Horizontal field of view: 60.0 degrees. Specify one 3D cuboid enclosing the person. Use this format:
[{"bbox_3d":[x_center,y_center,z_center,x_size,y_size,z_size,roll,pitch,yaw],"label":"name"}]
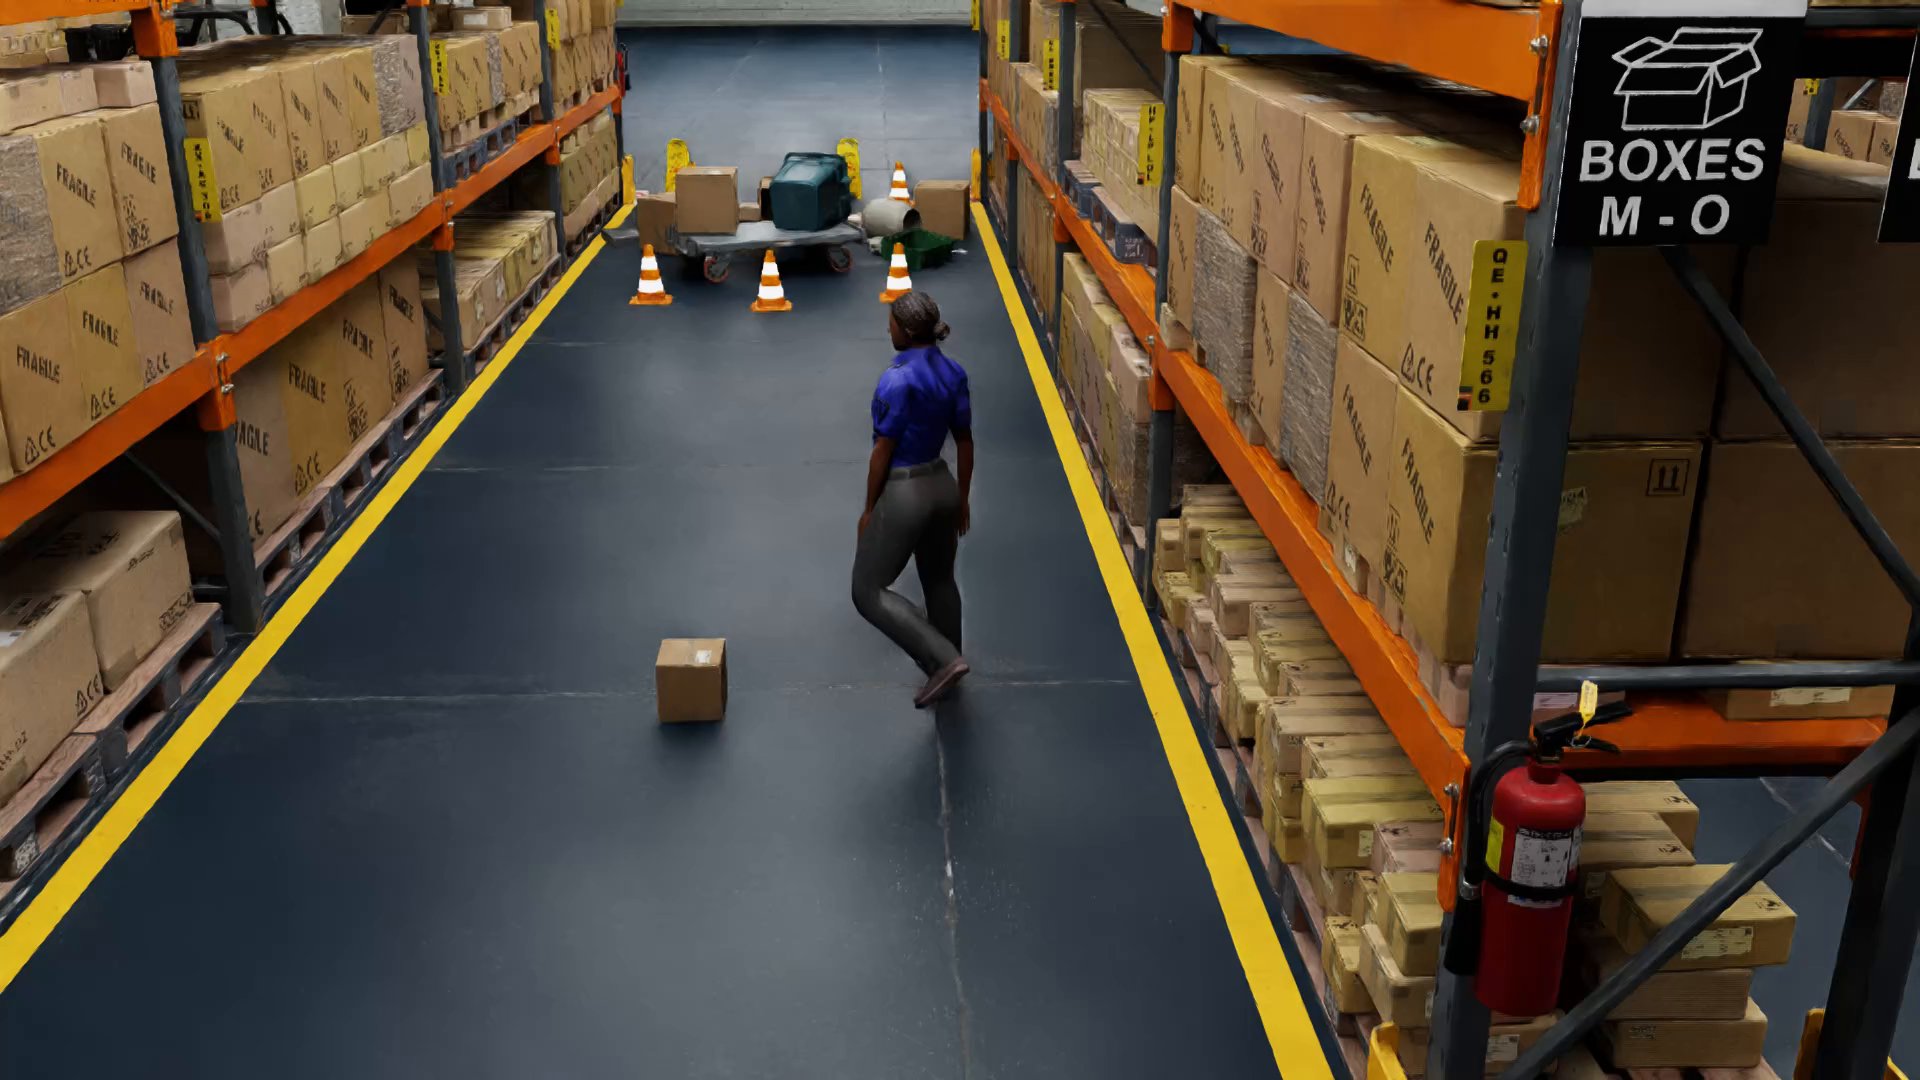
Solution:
[{"bbox_3d":[-0.110,-0.145,6.423,0.567,1.652,0.609,15,25,35],"label":"person"}]
